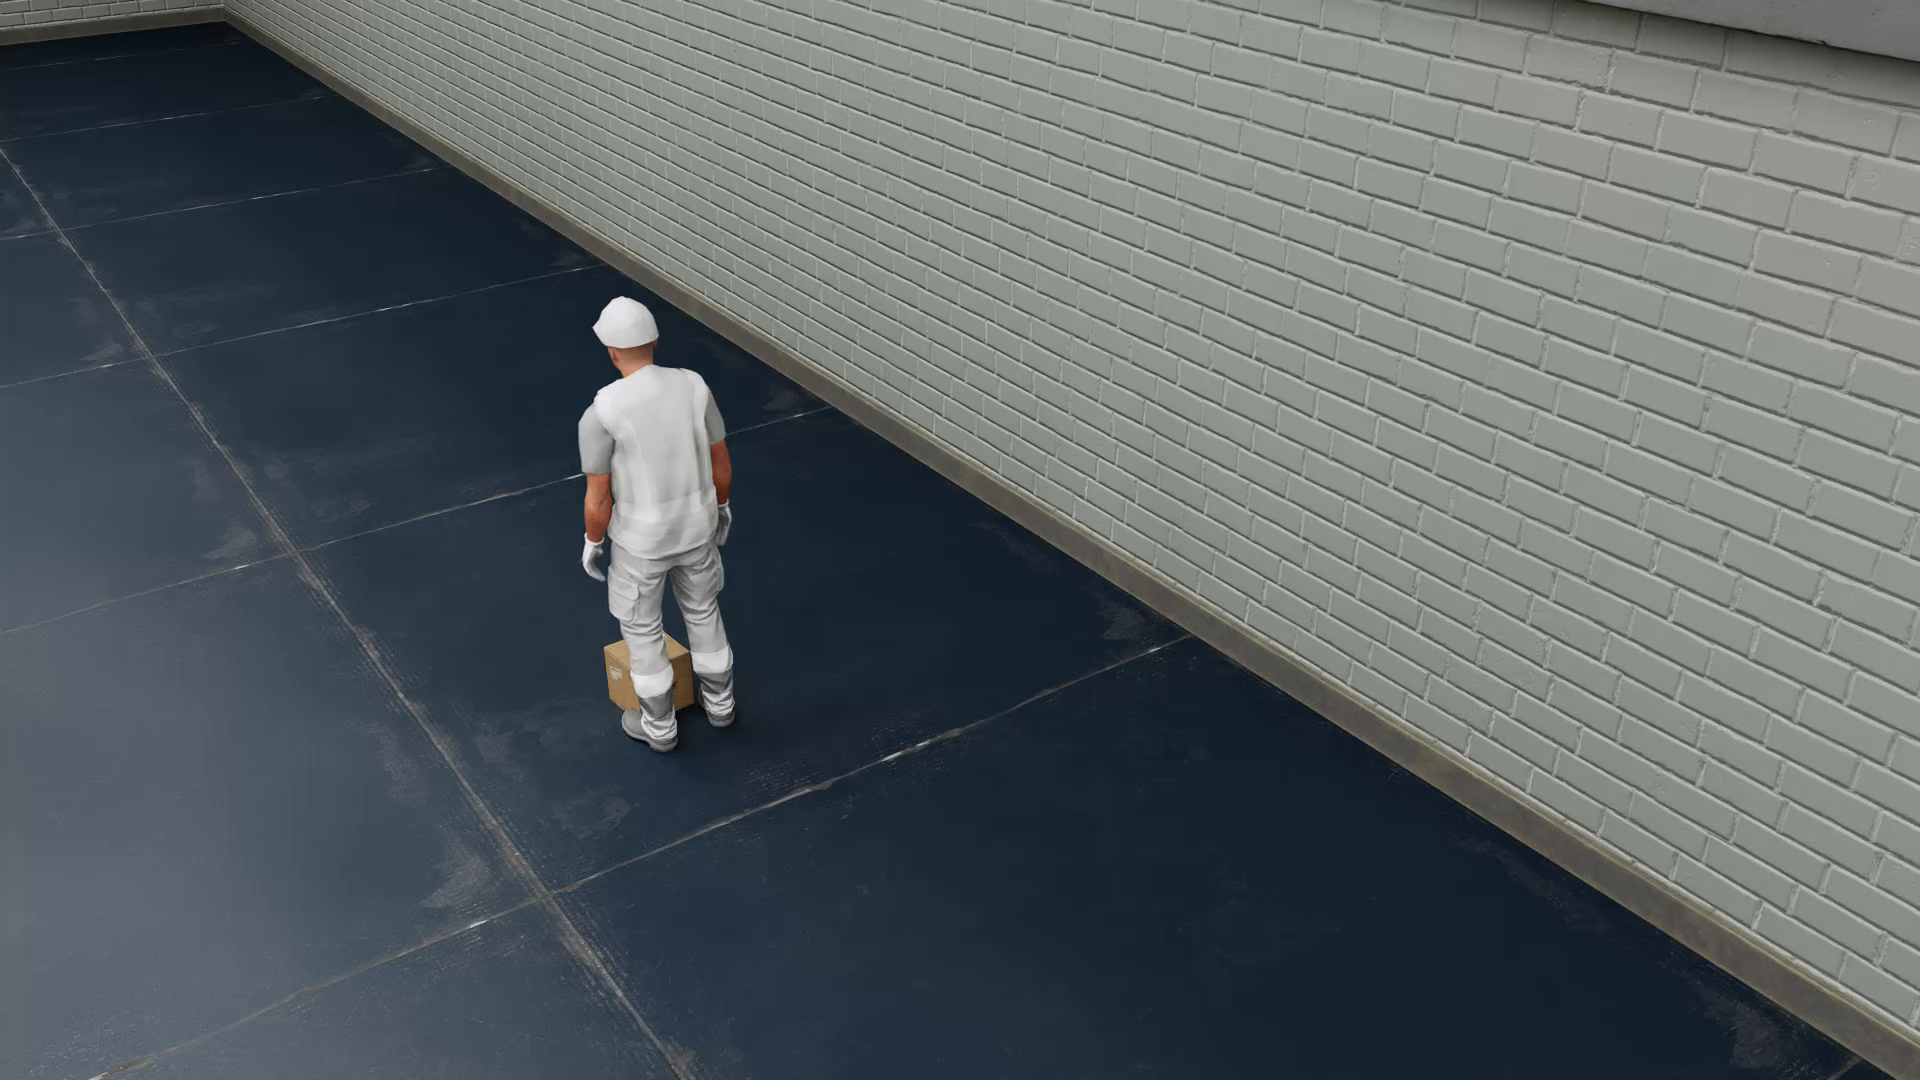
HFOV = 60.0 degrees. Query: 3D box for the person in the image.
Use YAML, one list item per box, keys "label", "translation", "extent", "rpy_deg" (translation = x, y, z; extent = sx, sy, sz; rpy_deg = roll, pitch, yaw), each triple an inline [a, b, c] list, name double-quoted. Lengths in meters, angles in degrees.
- label: "person"
  translation: [-1.116, -0.038, 6.178]
  extent: [0.609, 1.779, 0.449]
  rpy_deg: [-18, 33, -30]
